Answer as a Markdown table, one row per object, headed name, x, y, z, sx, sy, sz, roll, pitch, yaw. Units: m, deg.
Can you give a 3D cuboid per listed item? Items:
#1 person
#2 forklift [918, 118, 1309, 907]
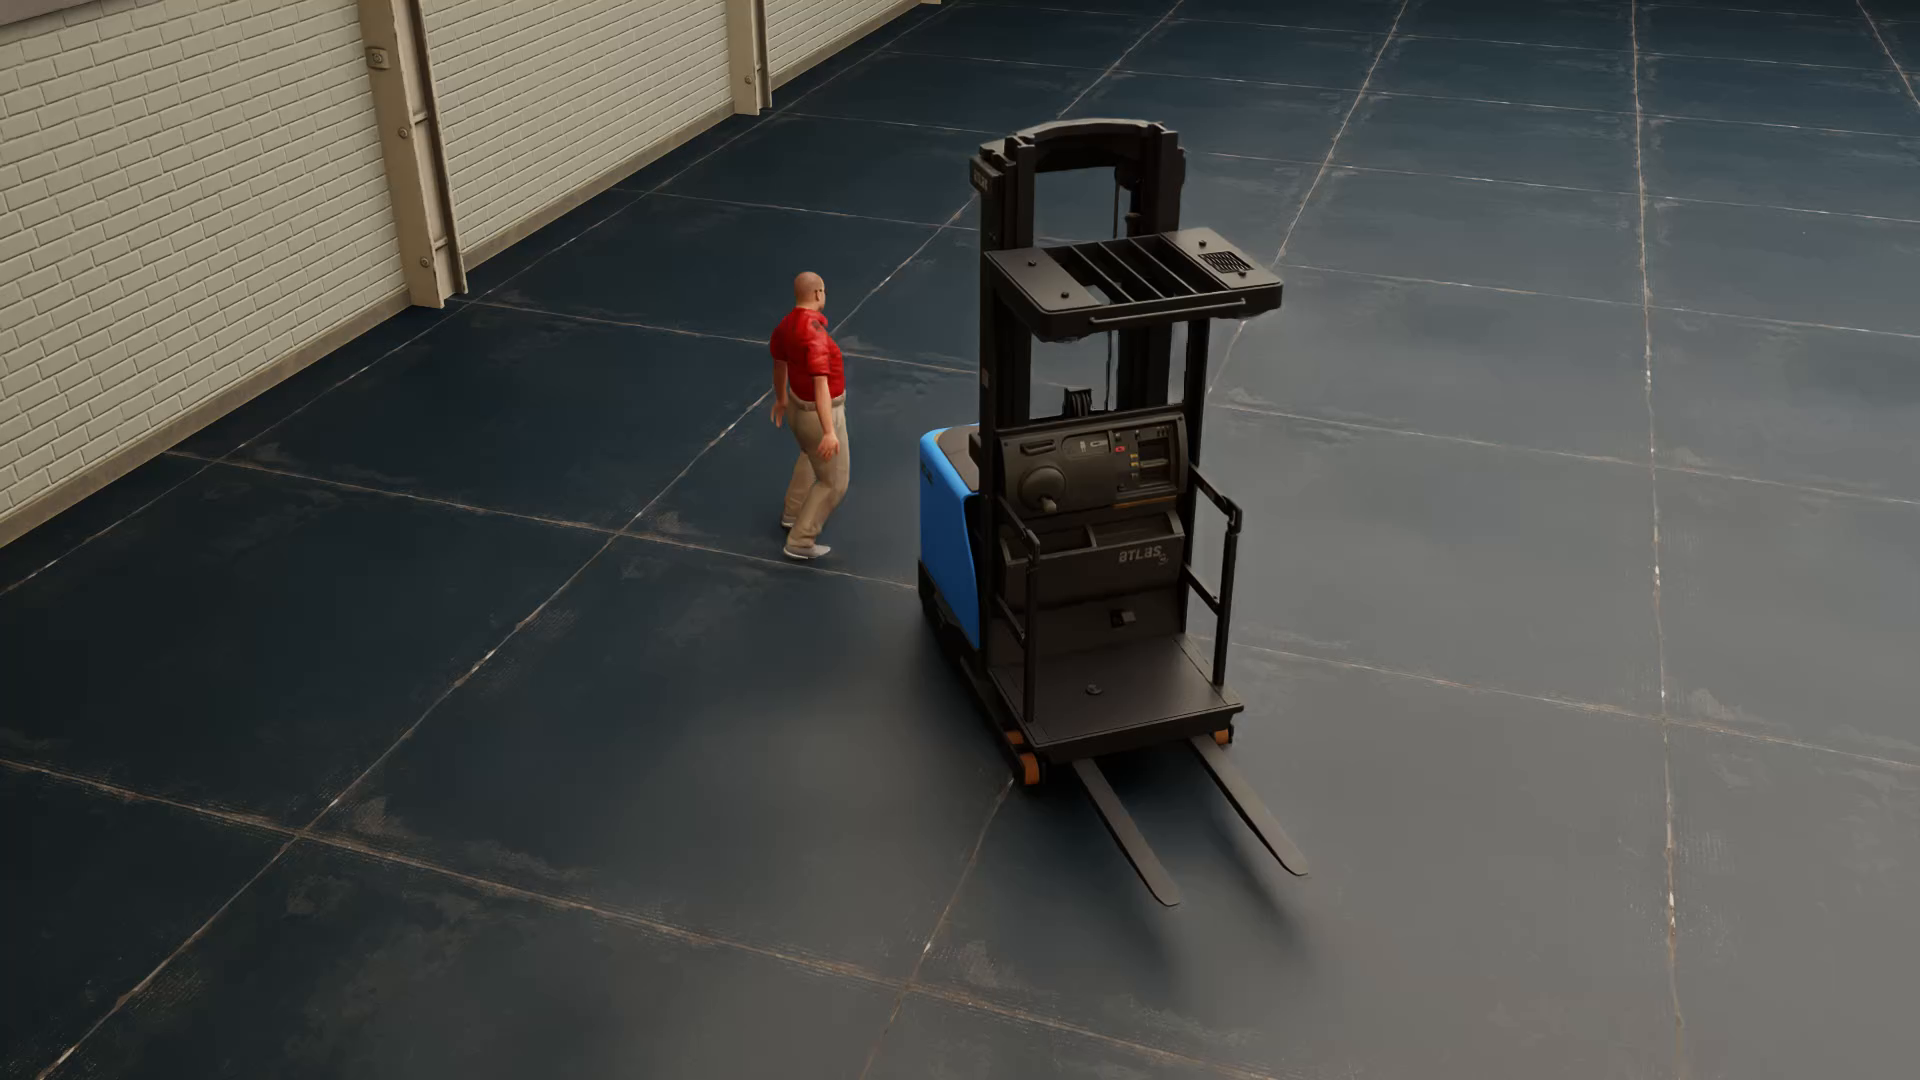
| name | x | y | z | sx | sy | sz | roll | pitch | yaw |
| --- | --- | --- | --- | --- | --- | --- | --- | --- | --- |
| person | -0.891 | -0.700 | 9.704 | 0.497 | 1.711 | 0.899 | -14 | 32 | -22 |
| forklift | 0.709 | -0.310 | 7.681 | 1.130 | 2.935 | 3.031 | -9 | 31 | -16 |
